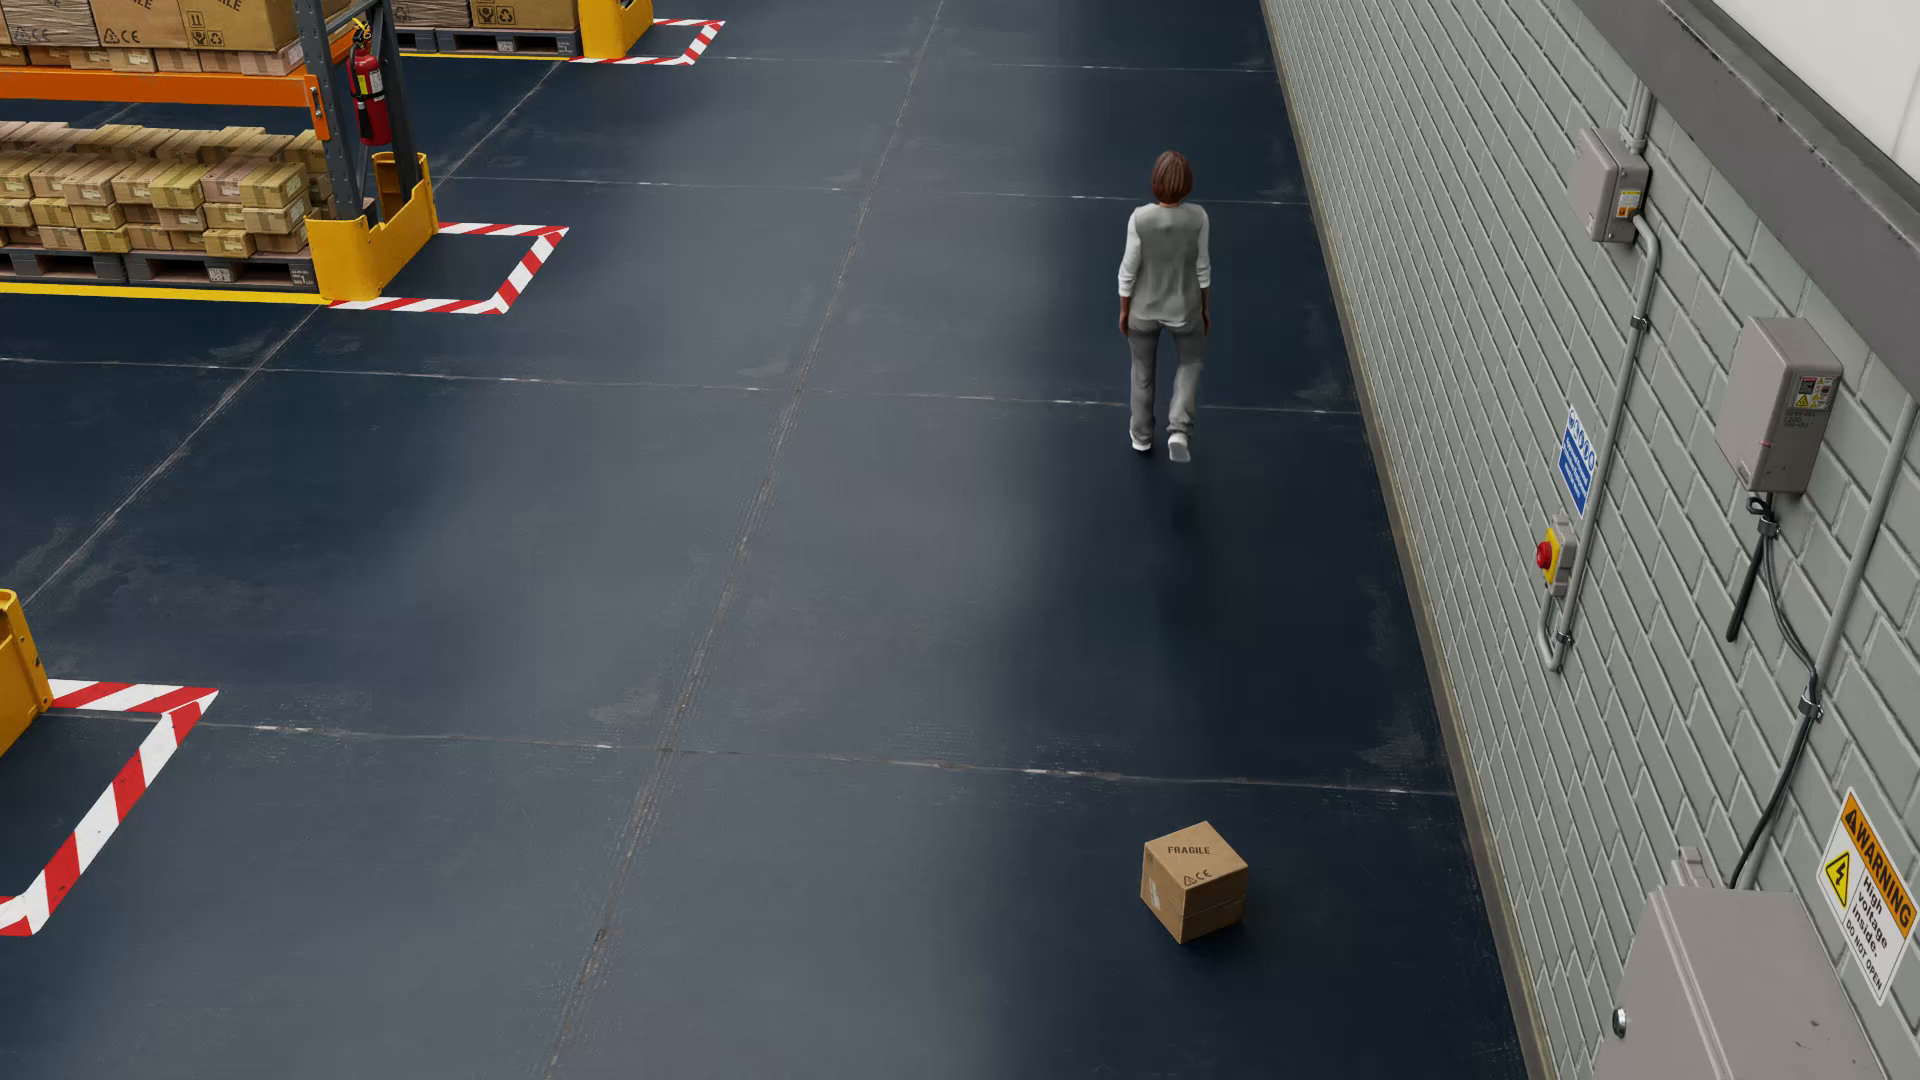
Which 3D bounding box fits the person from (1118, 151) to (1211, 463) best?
[{"bbox_3d":[0.959,-1.075,7.801,0.447,1.589,0.629,3,33,5],"label":"person"}]
